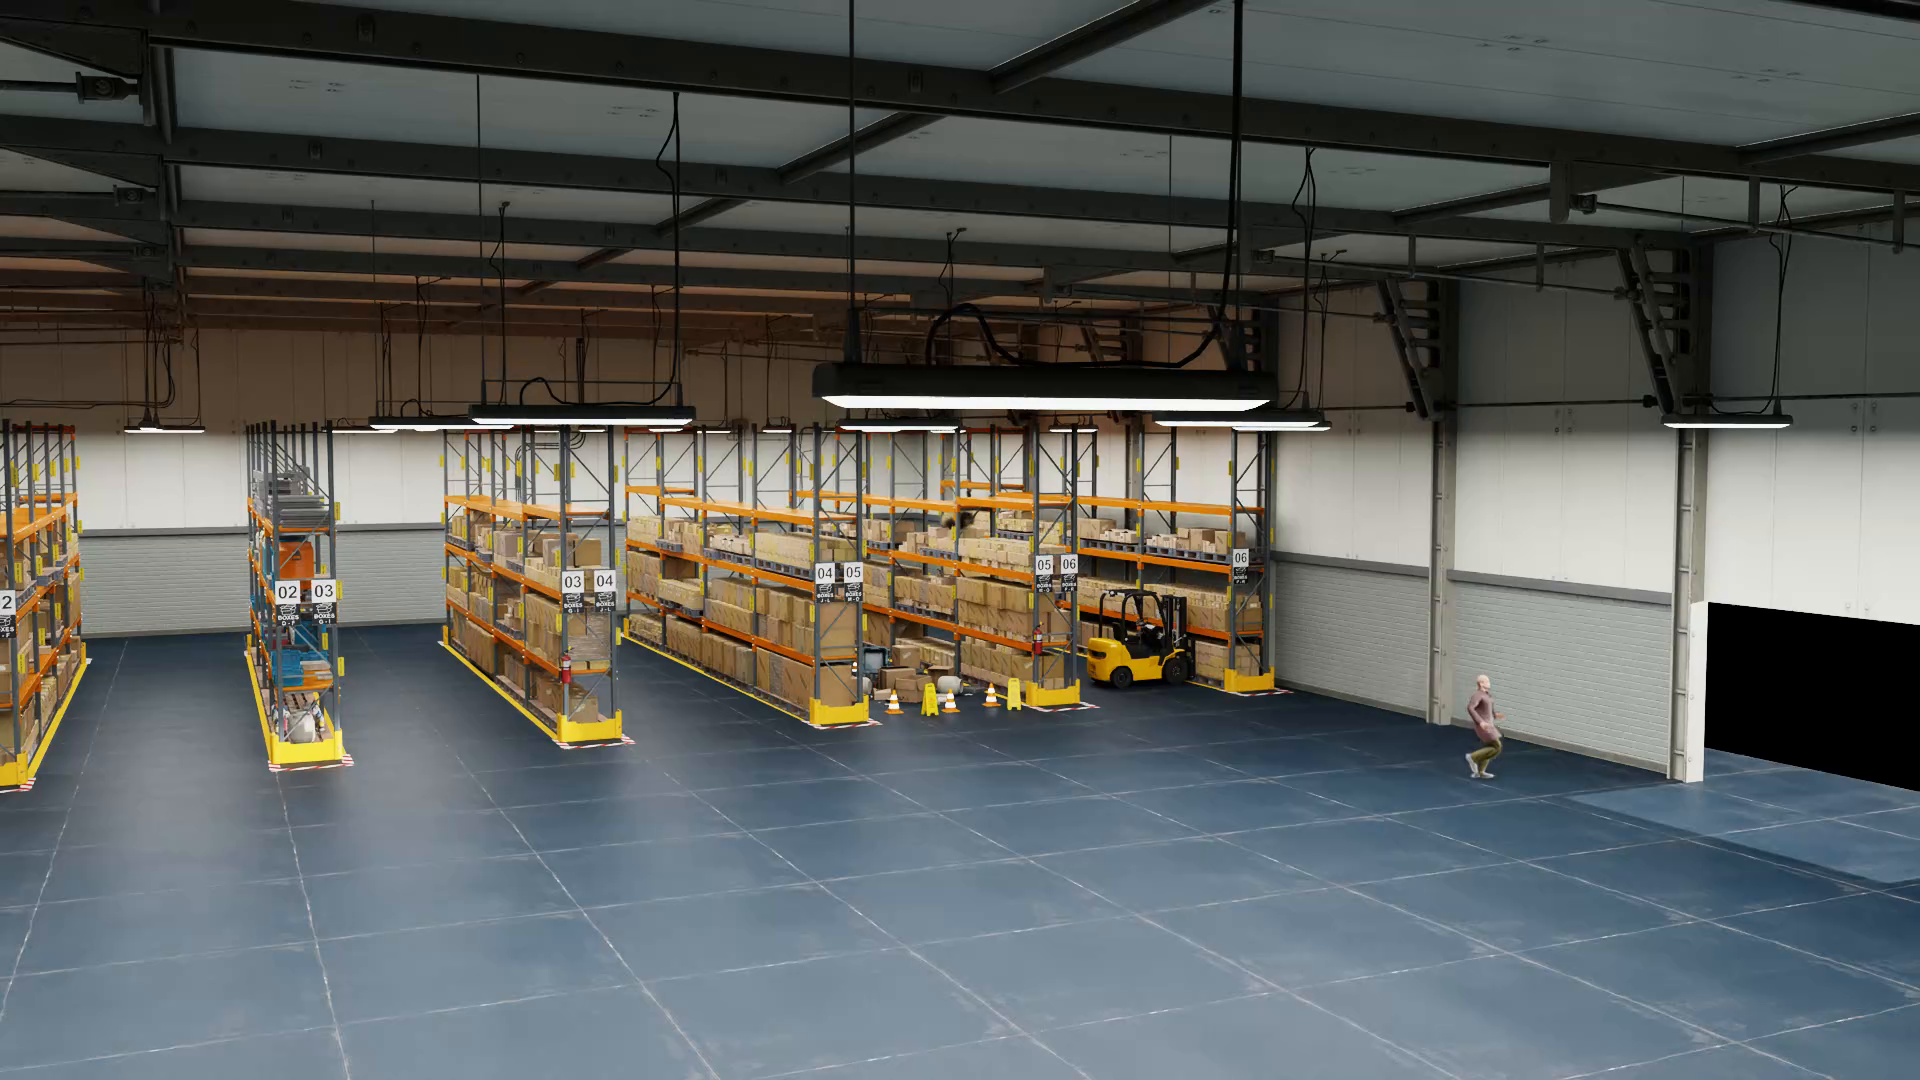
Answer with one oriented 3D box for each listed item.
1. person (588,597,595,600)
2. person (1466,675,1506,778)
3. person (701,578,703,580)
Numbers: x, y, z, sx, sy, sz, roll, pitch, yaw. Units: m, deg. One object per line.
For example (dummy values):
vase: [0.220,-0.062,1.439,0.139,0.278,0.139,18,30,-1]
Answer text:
person: [-10.685,1.929,47.624,0.659,1.665,0.755,1,4,15]
person: [8.783,3.122,27.747,0.624,1.731,0.714,1,4,23]
person: [-7.434,1.910,47.996,0.595,1.618,0.863,-2,4,-33]
